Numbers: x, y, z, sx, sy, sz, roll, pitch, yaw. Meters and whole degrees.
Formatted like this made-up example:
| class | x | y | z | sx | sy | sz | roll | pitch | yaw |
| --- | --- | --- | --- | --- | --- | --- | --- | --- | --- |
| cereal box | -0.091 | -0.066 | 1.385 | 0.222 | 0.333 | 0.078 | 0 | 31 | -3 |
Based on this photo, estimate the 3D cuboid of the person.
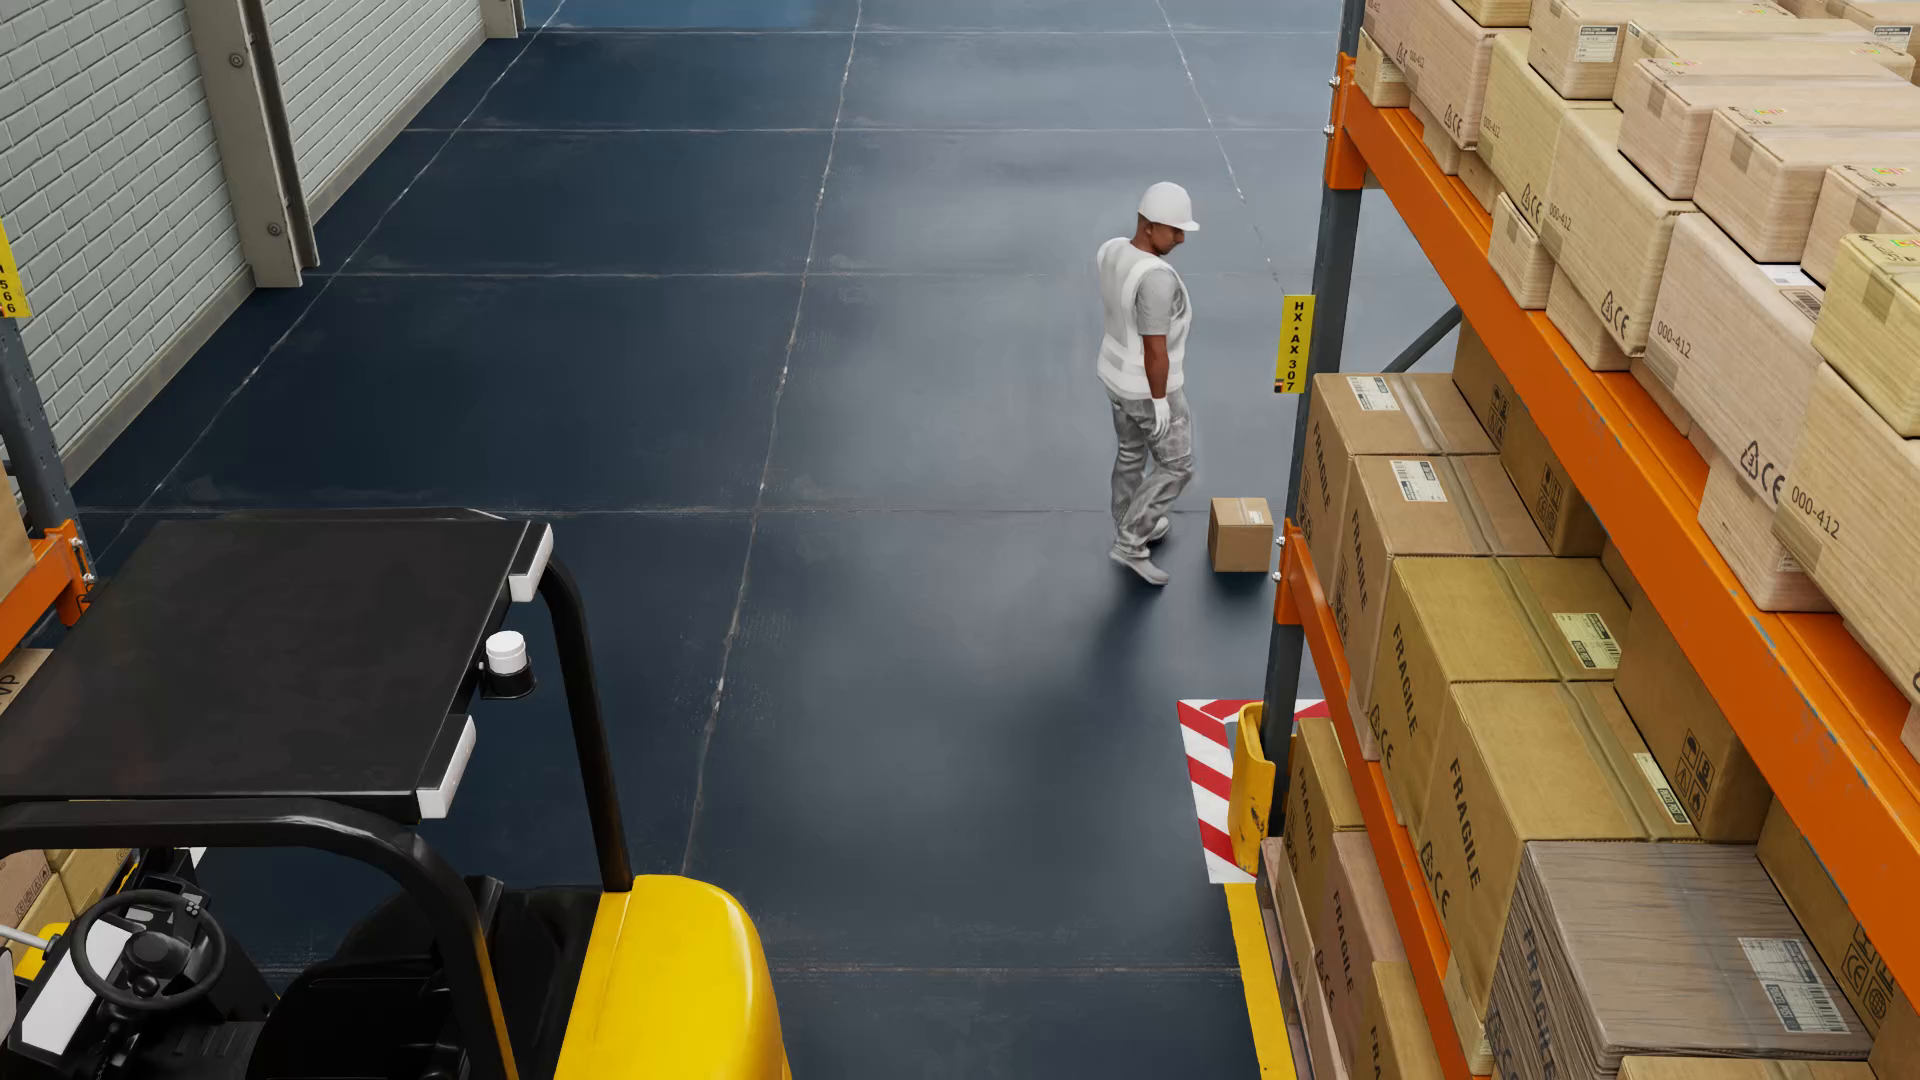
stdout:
| class | x | y | z | sx | sy | sz | roll | pitch | yaw |
| --- | --- | --- | --- | --- | --- | --- | --- | --- | --- |
| person | 0.826 | -0.694 | 7.258 | 0.461 | 1.804 | 0.651 | -11 | 33 | -18 |
